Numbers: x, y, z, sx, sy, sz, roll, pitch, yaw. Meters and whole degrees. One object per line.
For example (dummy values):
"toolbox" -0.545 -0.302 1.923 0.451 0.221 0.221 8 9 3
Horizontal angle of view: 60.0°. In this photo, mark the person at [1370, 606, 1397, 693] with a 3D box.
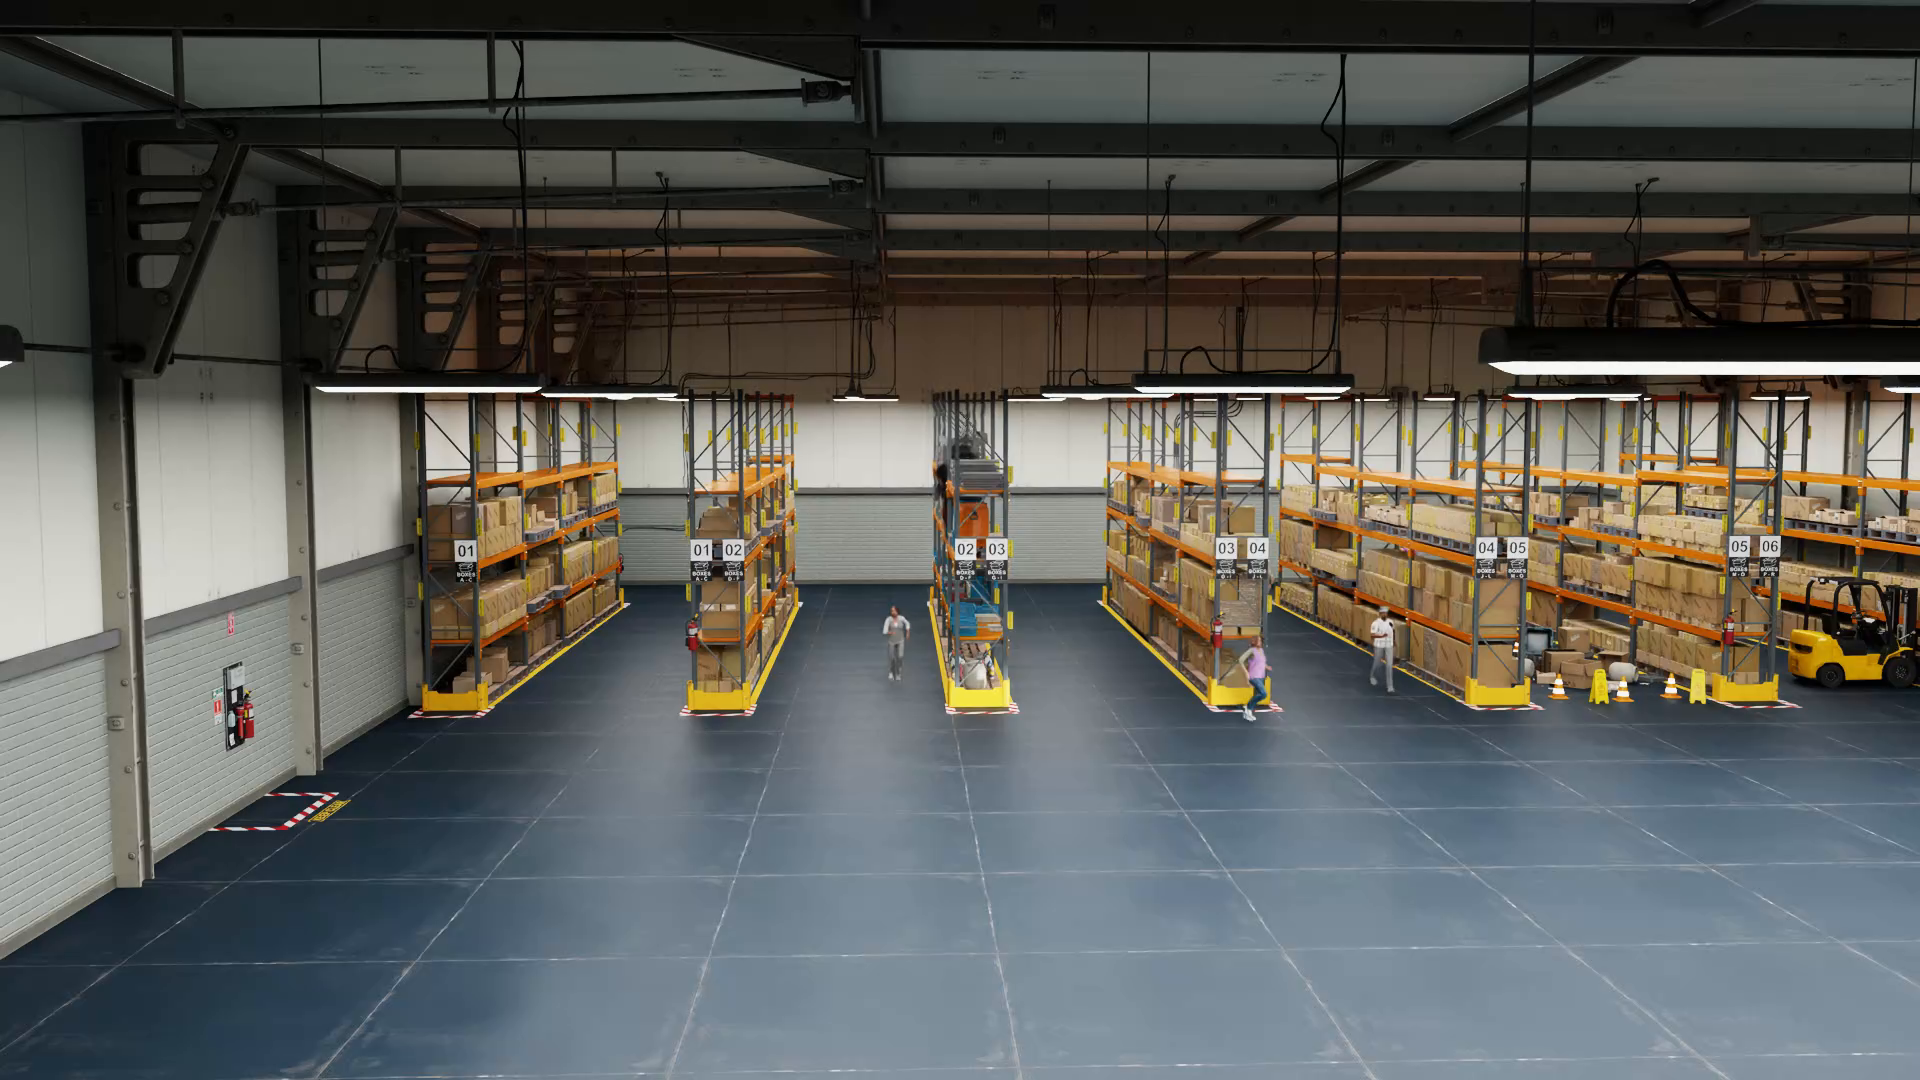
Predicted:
"person" 8.472 2.144 33.264 0.575 1.685 0.938 0 5 -3

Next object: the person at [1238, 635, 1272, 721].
"person" 5.350 2.490 29.934 0.599 1.561 0.517 4 6 41

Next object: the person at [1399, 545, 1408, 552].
"person" 13.051 0.800 49.254 0.939 1.777 0.690 -1 5 -8

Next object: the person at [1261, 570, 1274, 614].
"person" 8.002 1.336 43.932 0.568 1.645 0.659 0 5 4

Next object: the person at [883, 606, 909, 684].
"person" -1.308 2.148 34.179 0.545 1.579 0.818 0 5 -3
